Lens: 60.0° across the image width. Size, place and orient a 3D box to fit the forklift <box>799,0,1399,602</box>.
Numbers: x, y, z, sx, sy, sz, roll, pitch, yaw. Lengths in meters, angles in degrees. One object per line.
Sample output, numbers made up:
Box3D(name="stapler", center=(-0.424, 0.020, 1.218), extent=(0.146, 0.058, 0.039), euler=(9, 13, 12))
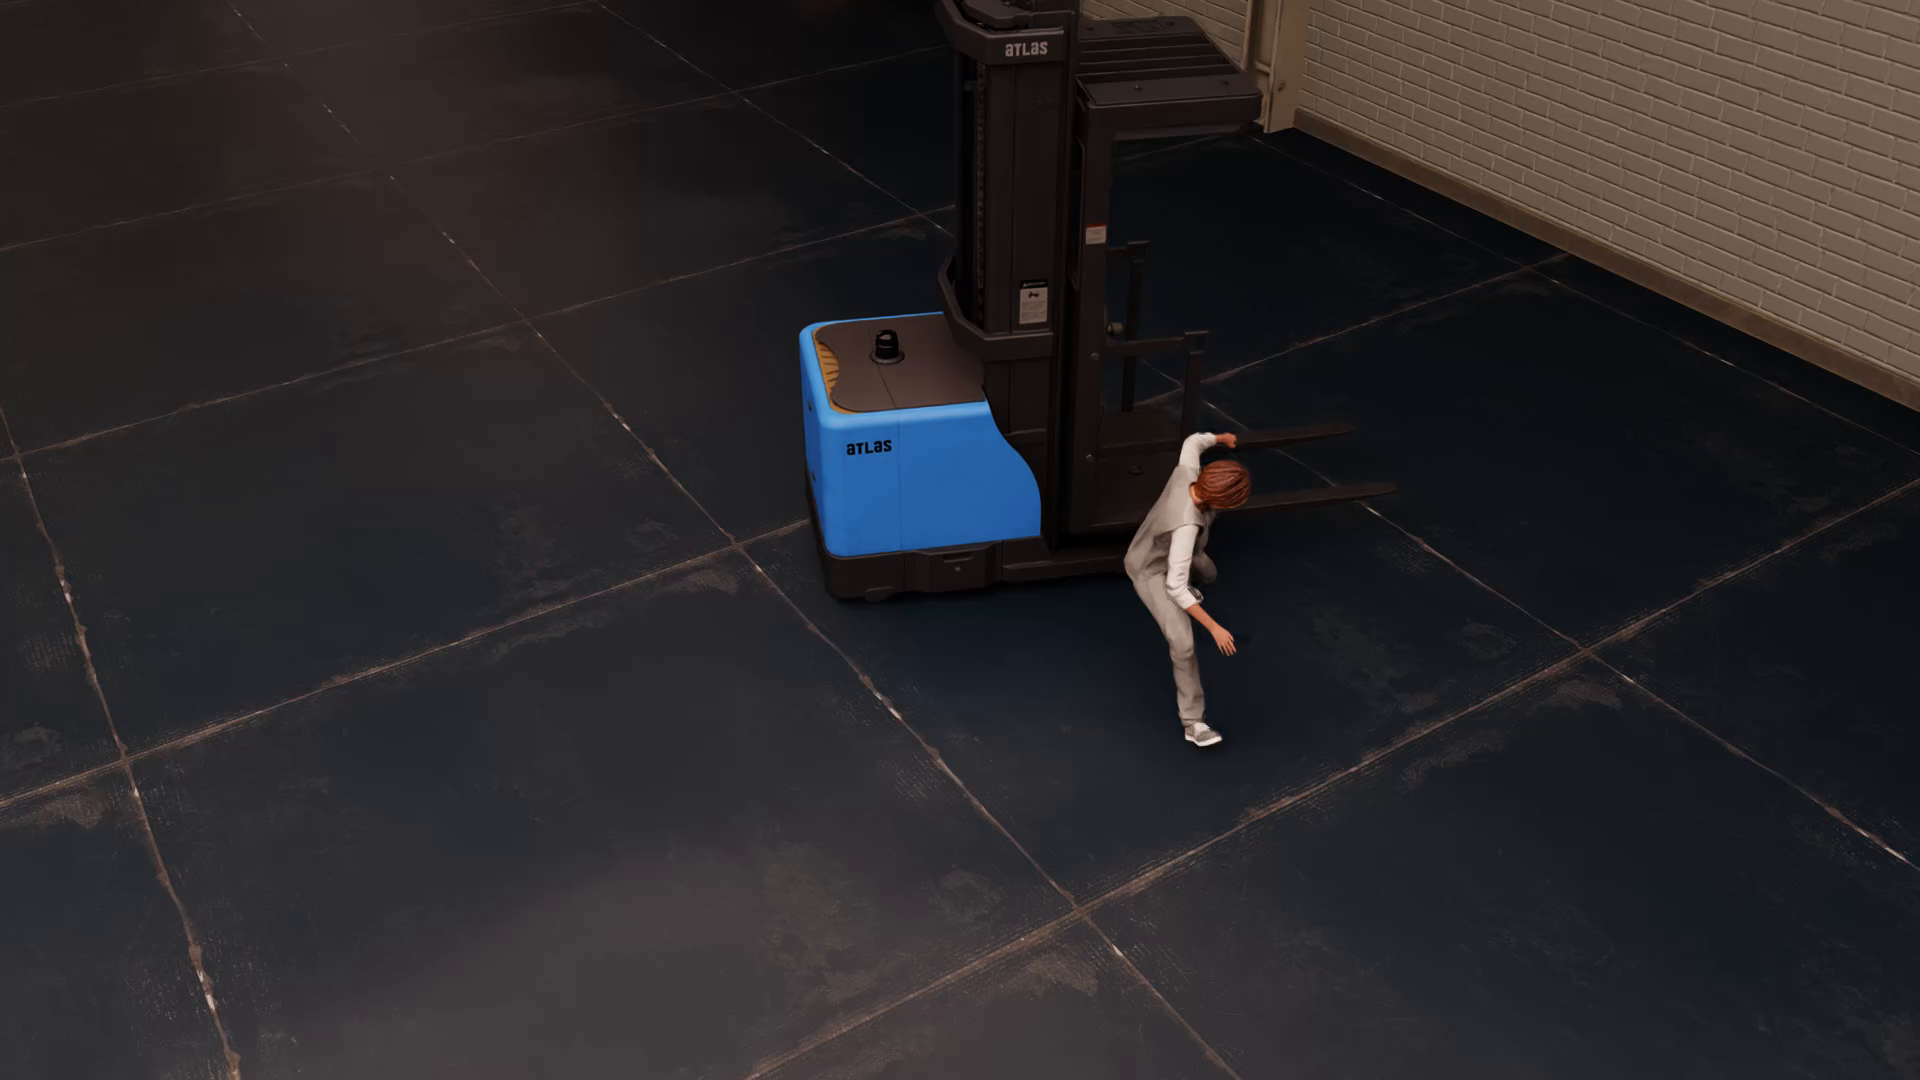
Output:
Box3D(name="forklift", center=(0.744, -1.303, 8.003), extent=(3.031, 2.935, 1.130), euler=(-6, 36, -9))

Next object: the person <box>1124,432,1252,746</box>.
Box3D(name="person", center=(1.043, 0.101, 7.428), extent=(0.689, 1.306, 1.101), euler=(15, 38, 20))
